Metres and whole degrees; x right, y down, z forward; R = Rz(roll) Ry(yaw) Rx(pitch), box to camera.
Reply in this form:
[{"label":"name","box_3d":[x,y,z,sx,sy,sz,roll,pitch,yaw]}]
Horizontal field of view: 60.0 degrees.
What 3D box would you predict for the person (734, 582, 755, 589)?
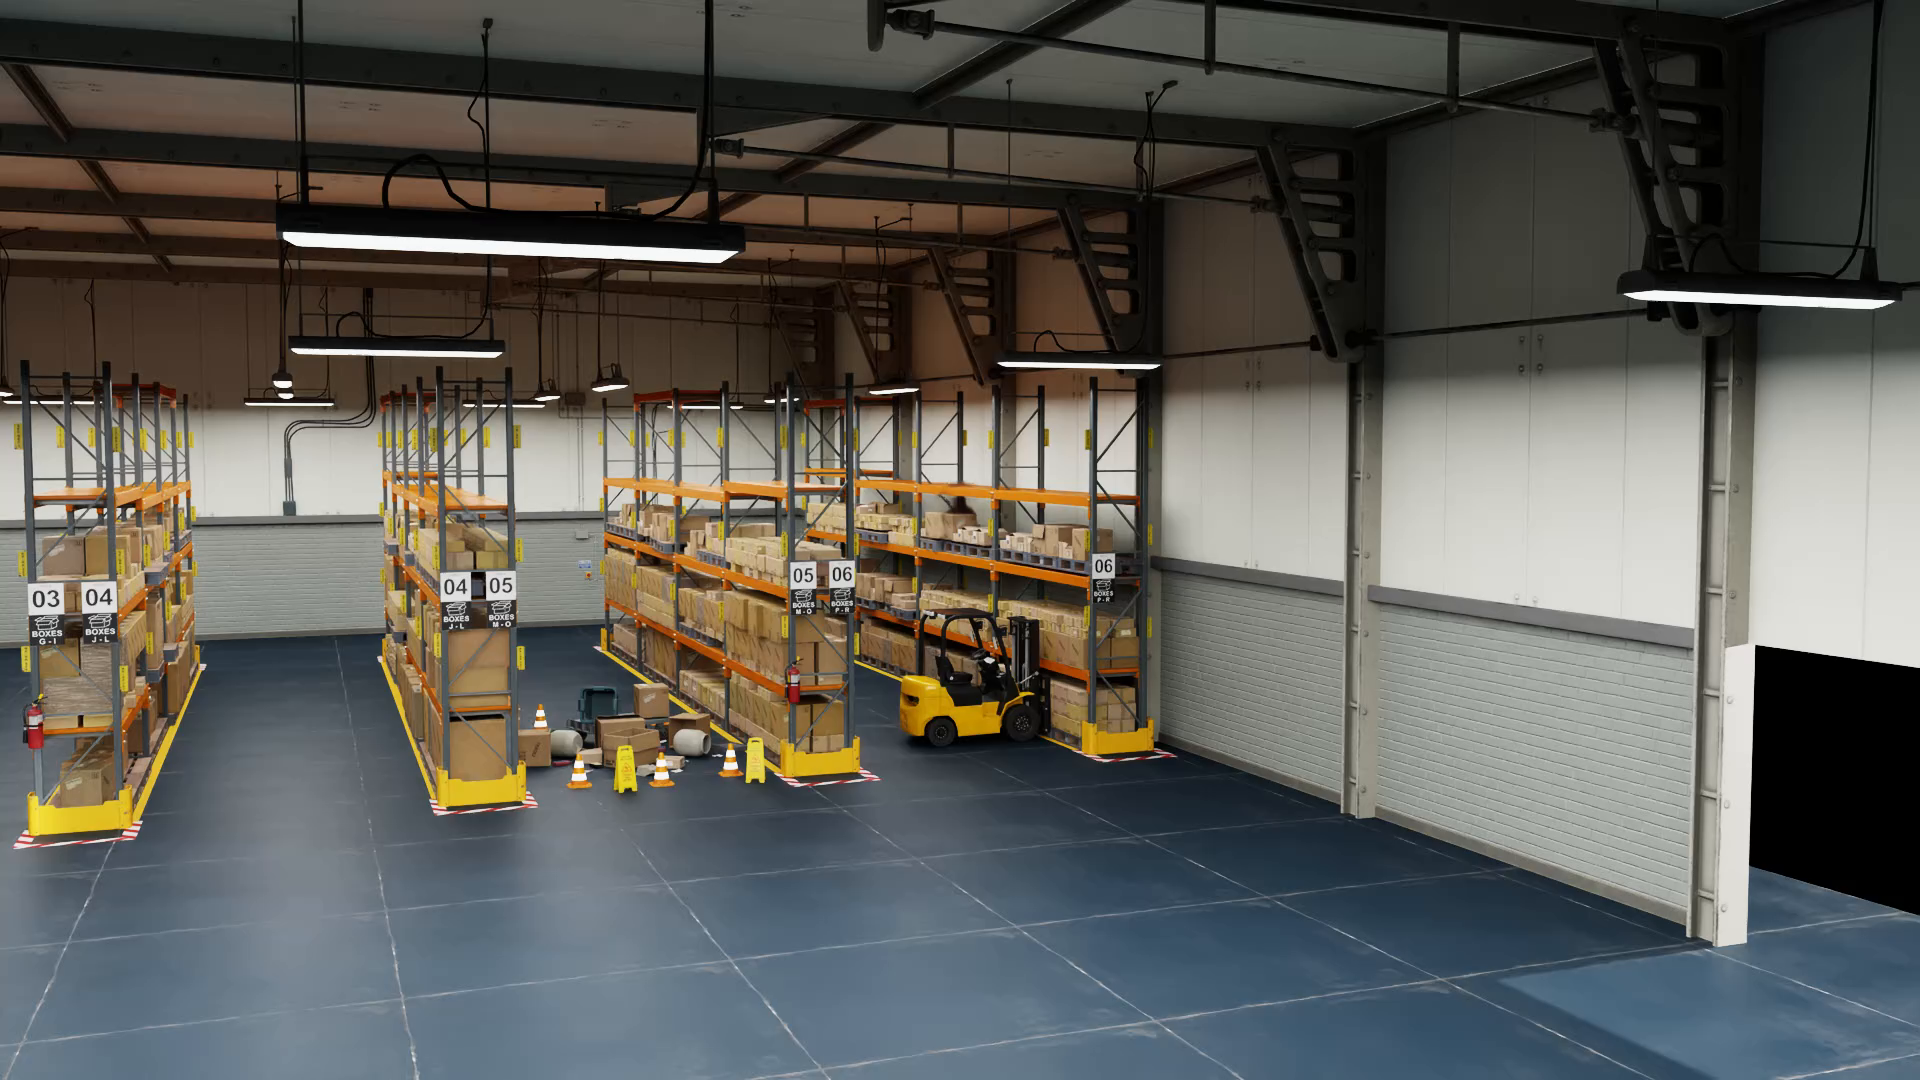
[{"label":"person","box_3d":[-5.596,1.564,43.011,0.597,1.772,0.651,0,3,5]}]
